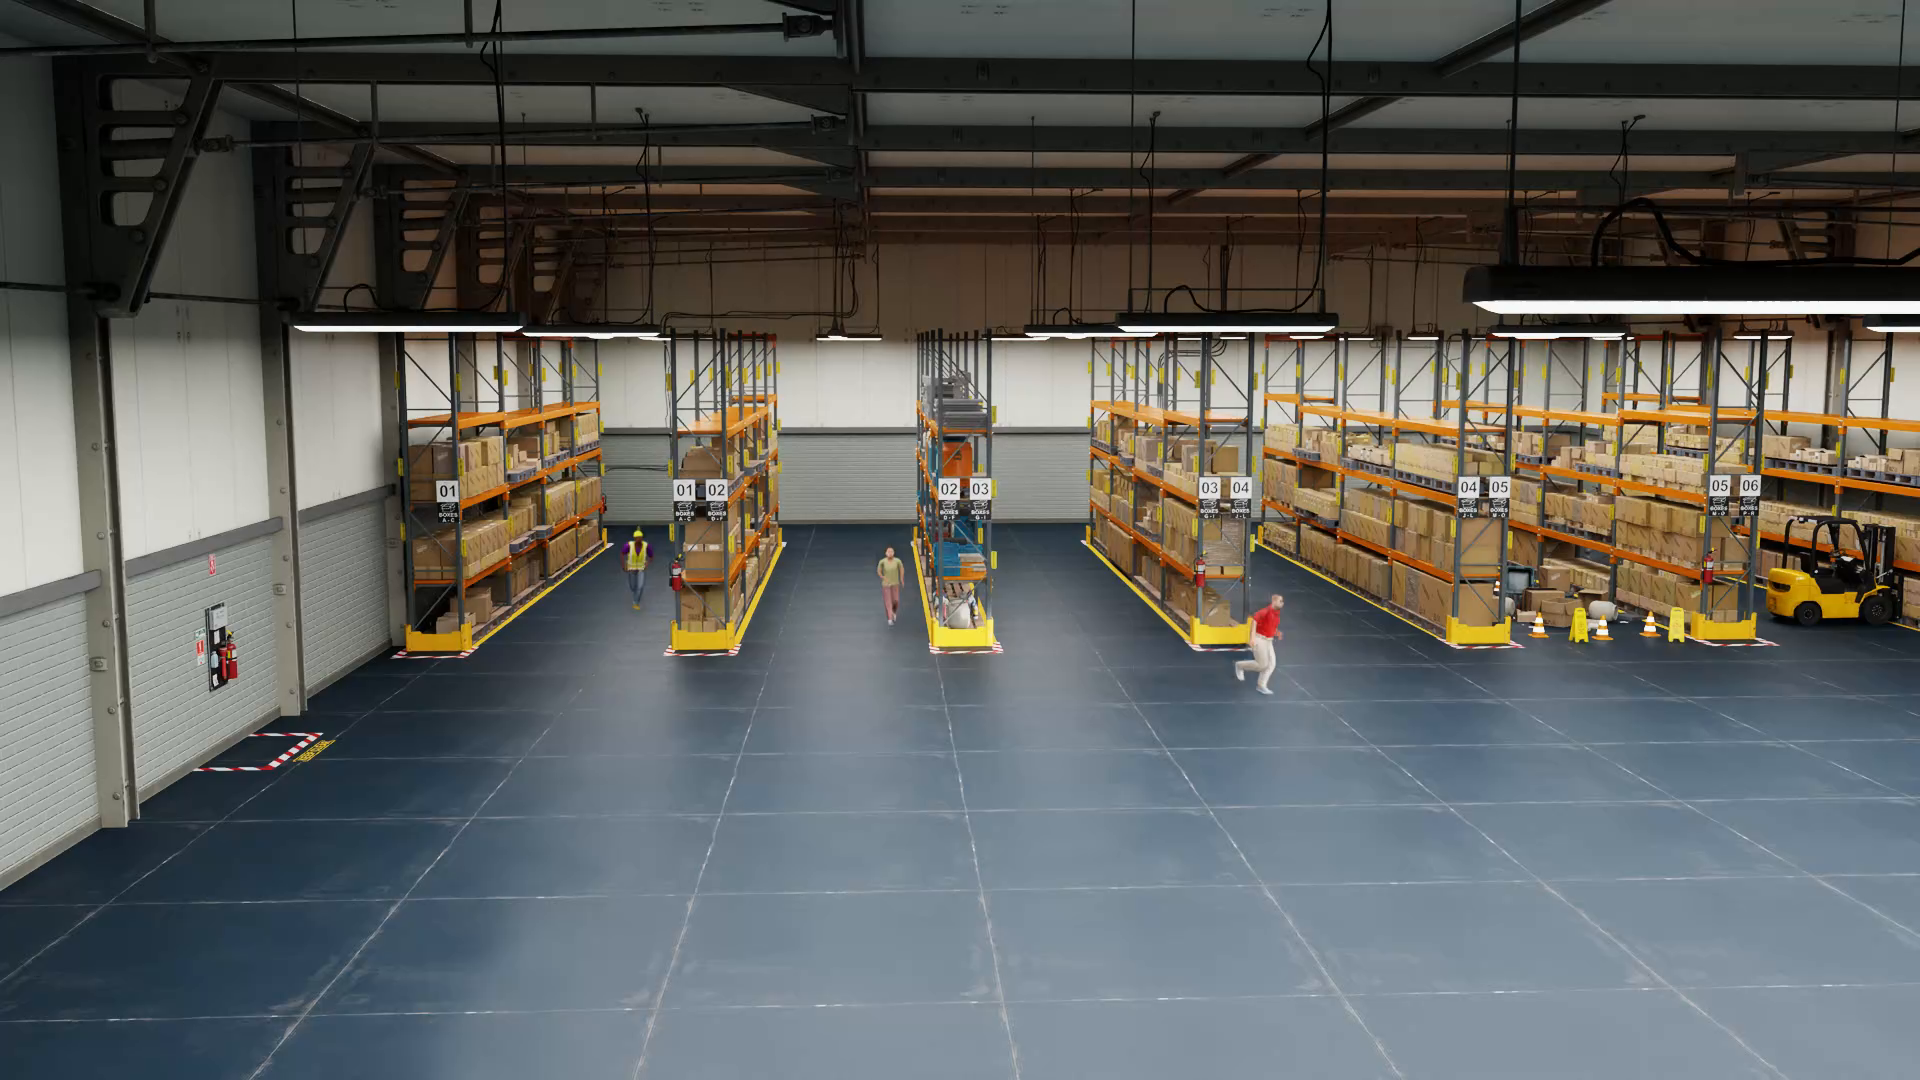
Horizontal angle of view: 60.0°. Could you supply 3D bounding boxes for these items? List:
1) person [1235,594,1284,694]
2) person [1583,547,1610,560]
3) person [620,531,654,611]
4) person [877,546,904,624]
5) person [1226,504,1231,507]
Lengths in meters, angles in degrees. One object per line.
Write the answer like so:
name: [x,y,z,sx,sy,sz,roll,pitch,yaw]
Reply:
person: [4.942,1.702,27.428,0.810,1.672,0.661,4,8,30]
person: [16.679,-0.269,43.568,0.655,1.772,1.086,-2,7,-19]
person: [-7.000,0.642,36.117,0.728,1.728,0.740,-1,7,-8]
person: [-1.405,0.928,33.877,0.561,1.620,0.621,-1,7,-6]
person: [7.175,-0.411,44.876,0.661,1.731,0.584,0,7,-3]
